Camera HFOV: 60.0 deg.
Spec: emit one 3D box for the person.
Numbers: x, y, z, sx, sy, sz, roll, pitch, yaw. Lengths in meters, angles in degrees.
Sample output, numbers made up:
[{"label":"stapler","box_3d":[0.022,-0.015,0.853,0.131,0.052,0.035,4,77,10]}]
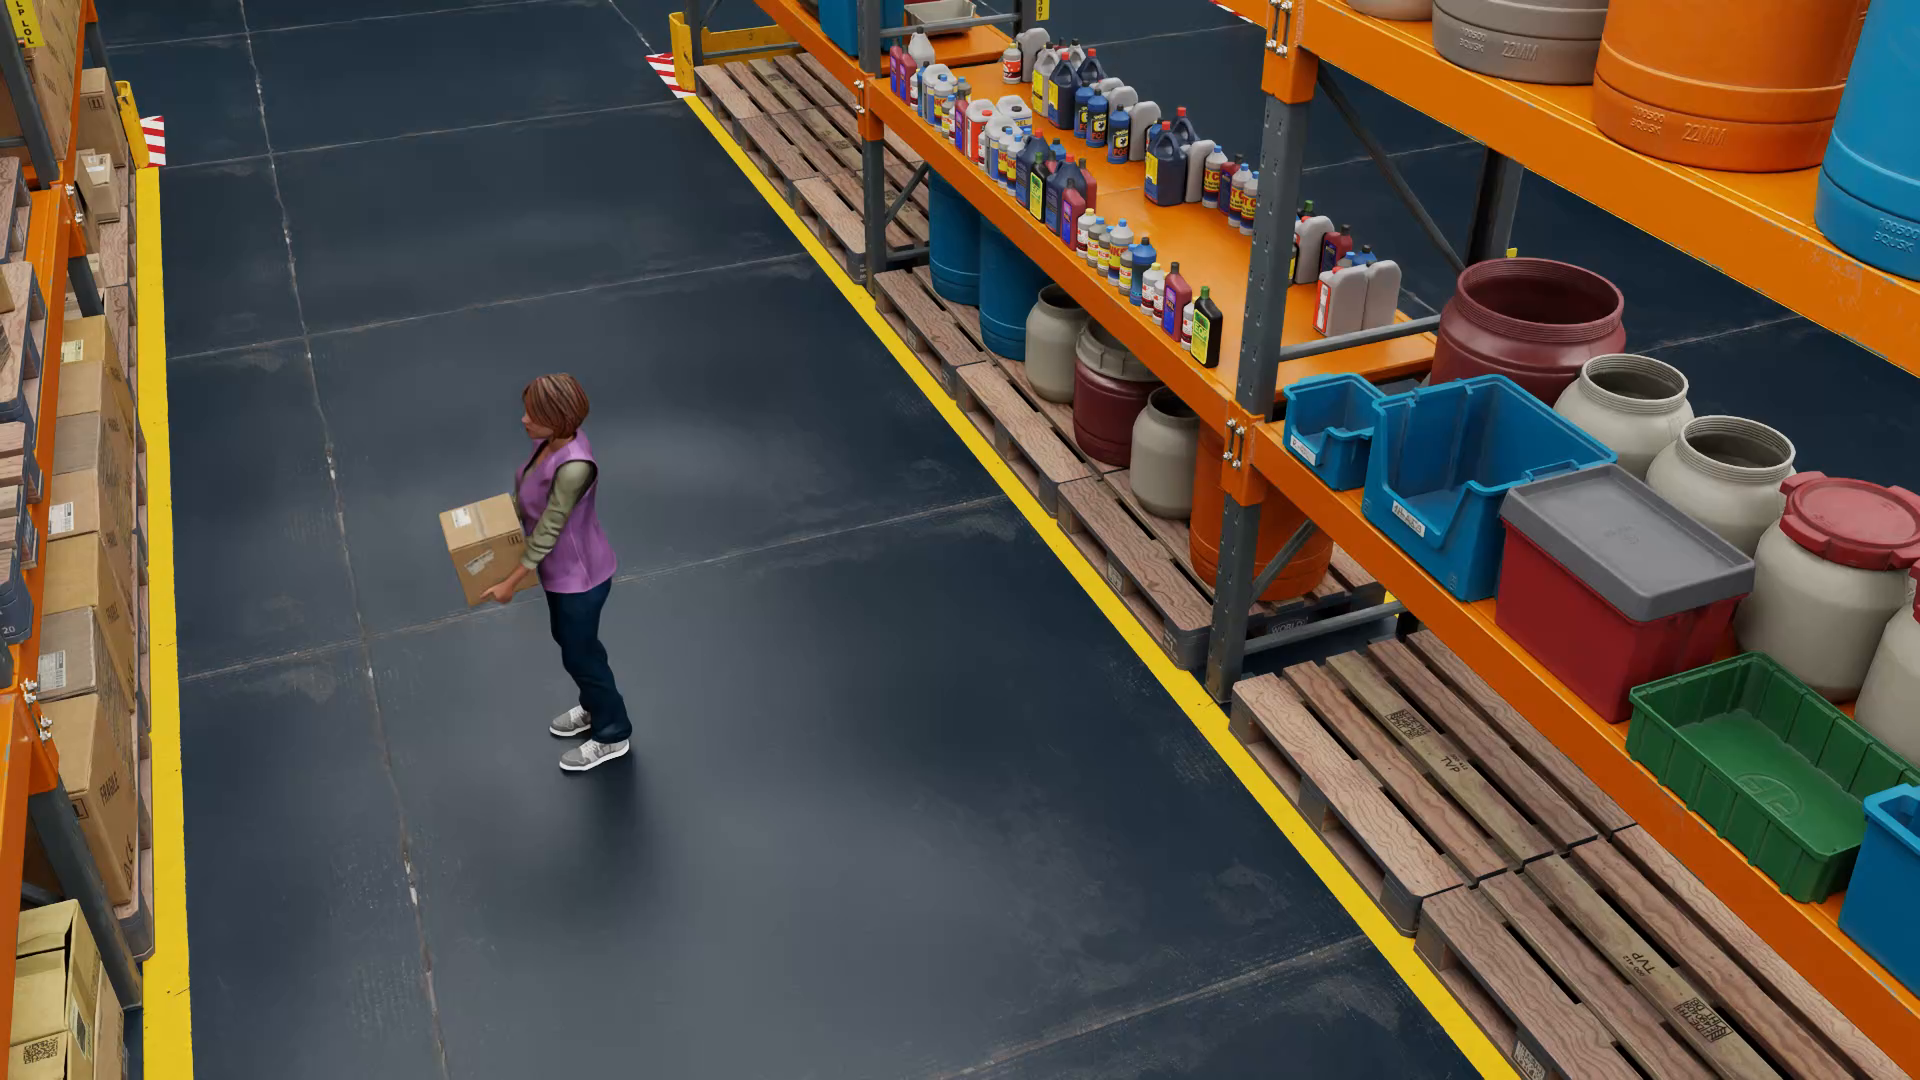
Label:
[{"label":"person","box_3d":[-1.478,0.134,5.956,0.496,1.597,0.397,-13,36,-18]}]
